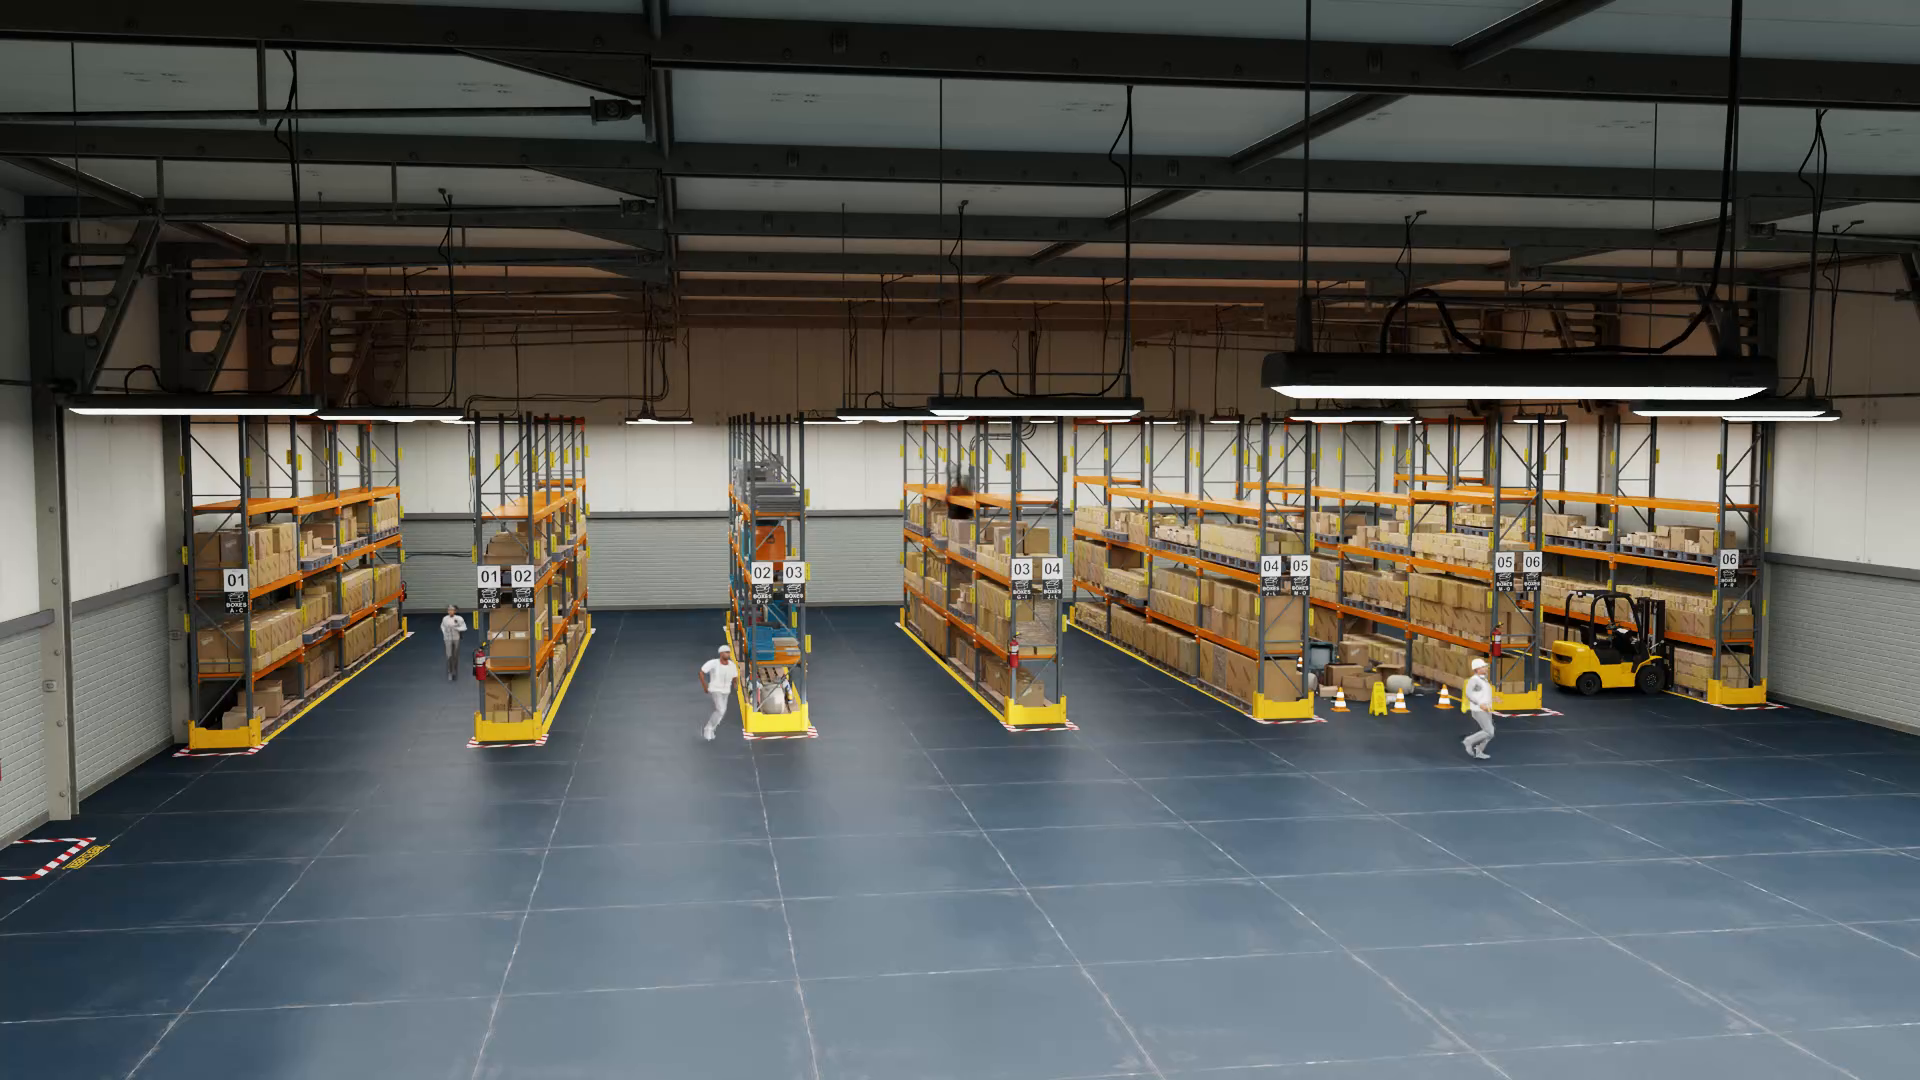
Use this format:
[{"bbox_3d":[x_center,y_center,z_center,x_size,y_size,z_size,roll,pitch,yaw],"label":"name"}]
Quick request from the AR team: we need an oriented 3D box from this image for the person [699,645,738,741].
[{"bbox_3d":[-4.362,2.790,30.444,0.726,1.720,0.612,-4,5,-43],"label":"person"}]

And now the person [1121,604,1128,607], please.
[{"bbox_3d":[4.878,1.497,49.388,0.651,1.697,0.722,3,5,41],"label":"person"}]

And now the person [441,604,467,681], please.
[{"bbox_3d":[-11.501,2.316,37.807,0.584,1.754,0.775,-1,4,-11],"label":"person"}]

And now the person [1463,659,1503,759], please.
[{"bbox_3d":[9.001,2.910,28.633,0.598,1.723,0.655,2,5,33],"label":"person"}]
